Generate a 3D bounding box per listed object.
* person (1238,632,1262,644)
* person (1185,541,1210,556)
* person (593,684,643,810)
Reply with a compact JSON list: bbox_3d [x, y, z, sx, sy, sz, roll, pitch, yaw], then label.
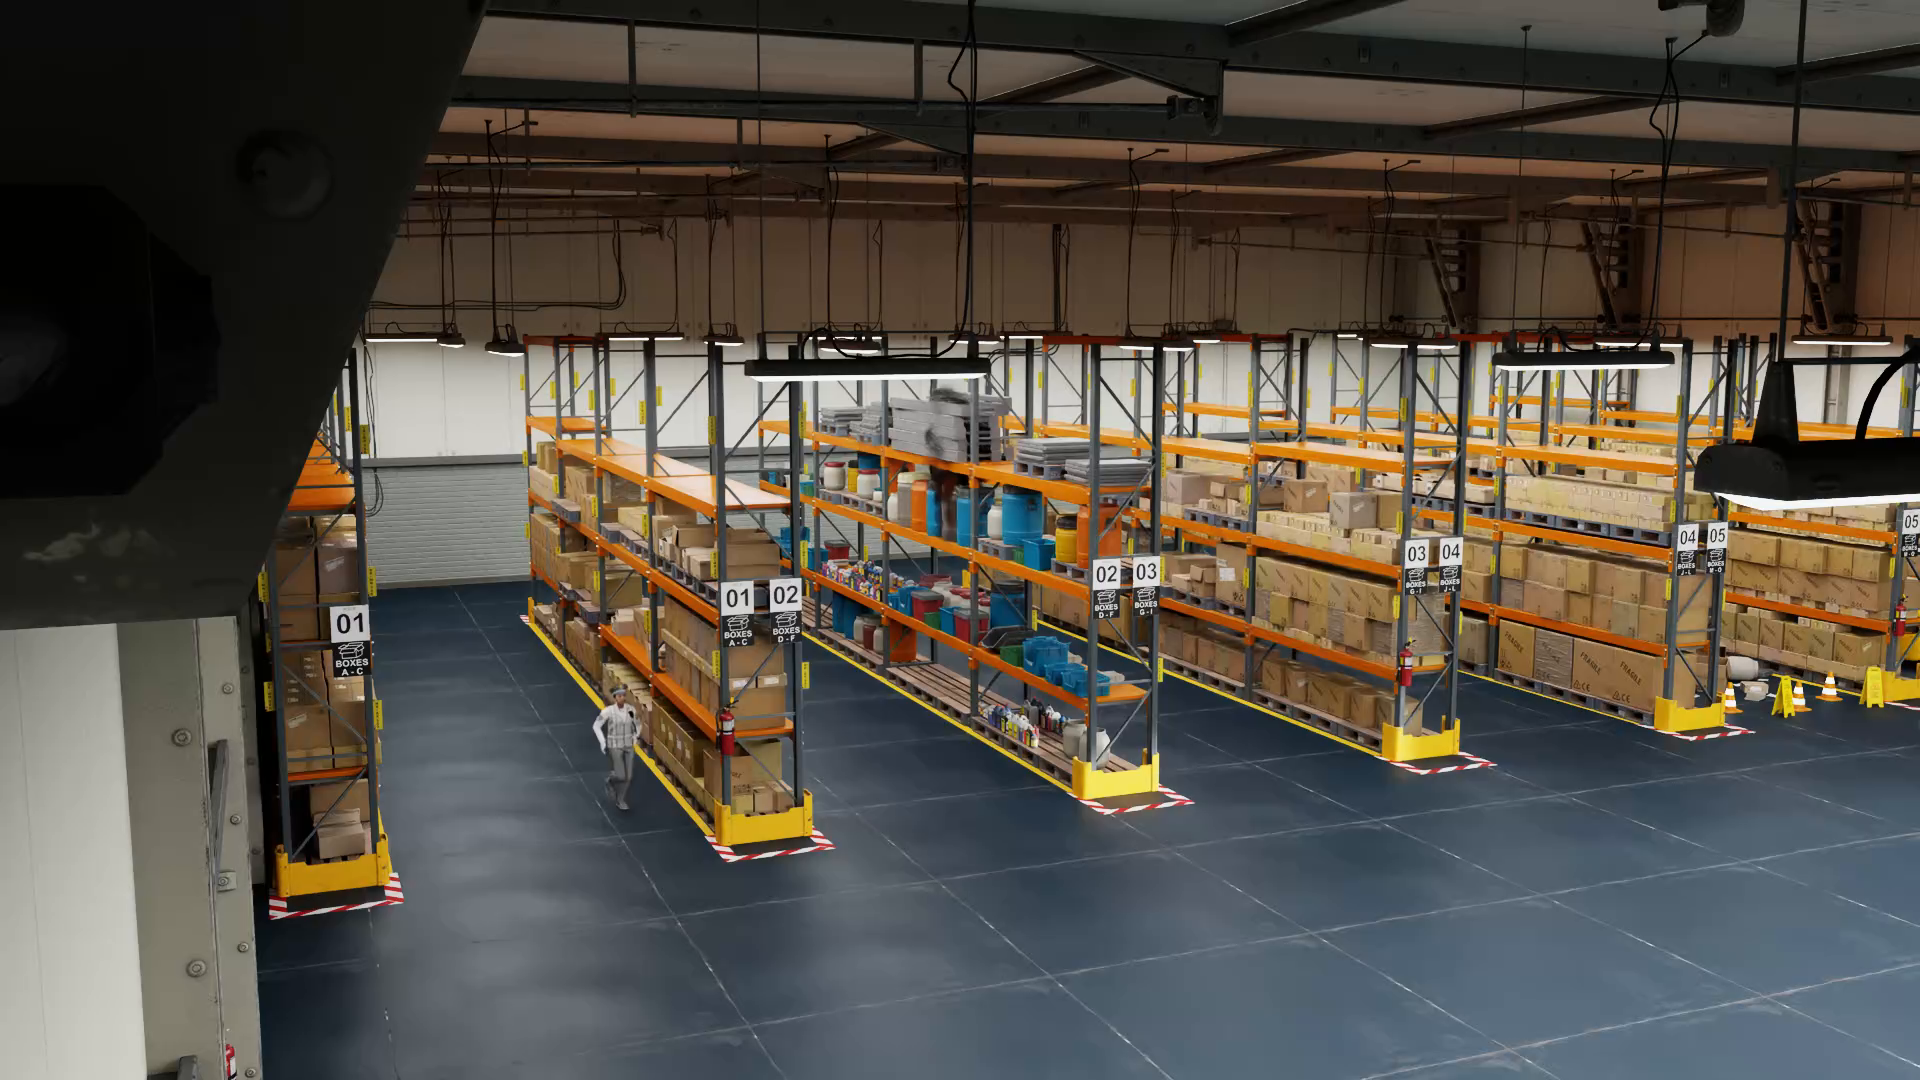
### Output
[{"bbox_3d":[5.580,1.345,31.550,0.563,1.609,0.588,-4,9,-29],"label":"person"},{"bbox_3d":[5.873,-0.070,41.604,0.915,1.758,0.758,4,9,30],"label":"person"},{"bbox_3d":[-4.371,2.673,21.467,0.614,1.653,0.545,-5,9,-32],"label":"person"}]
